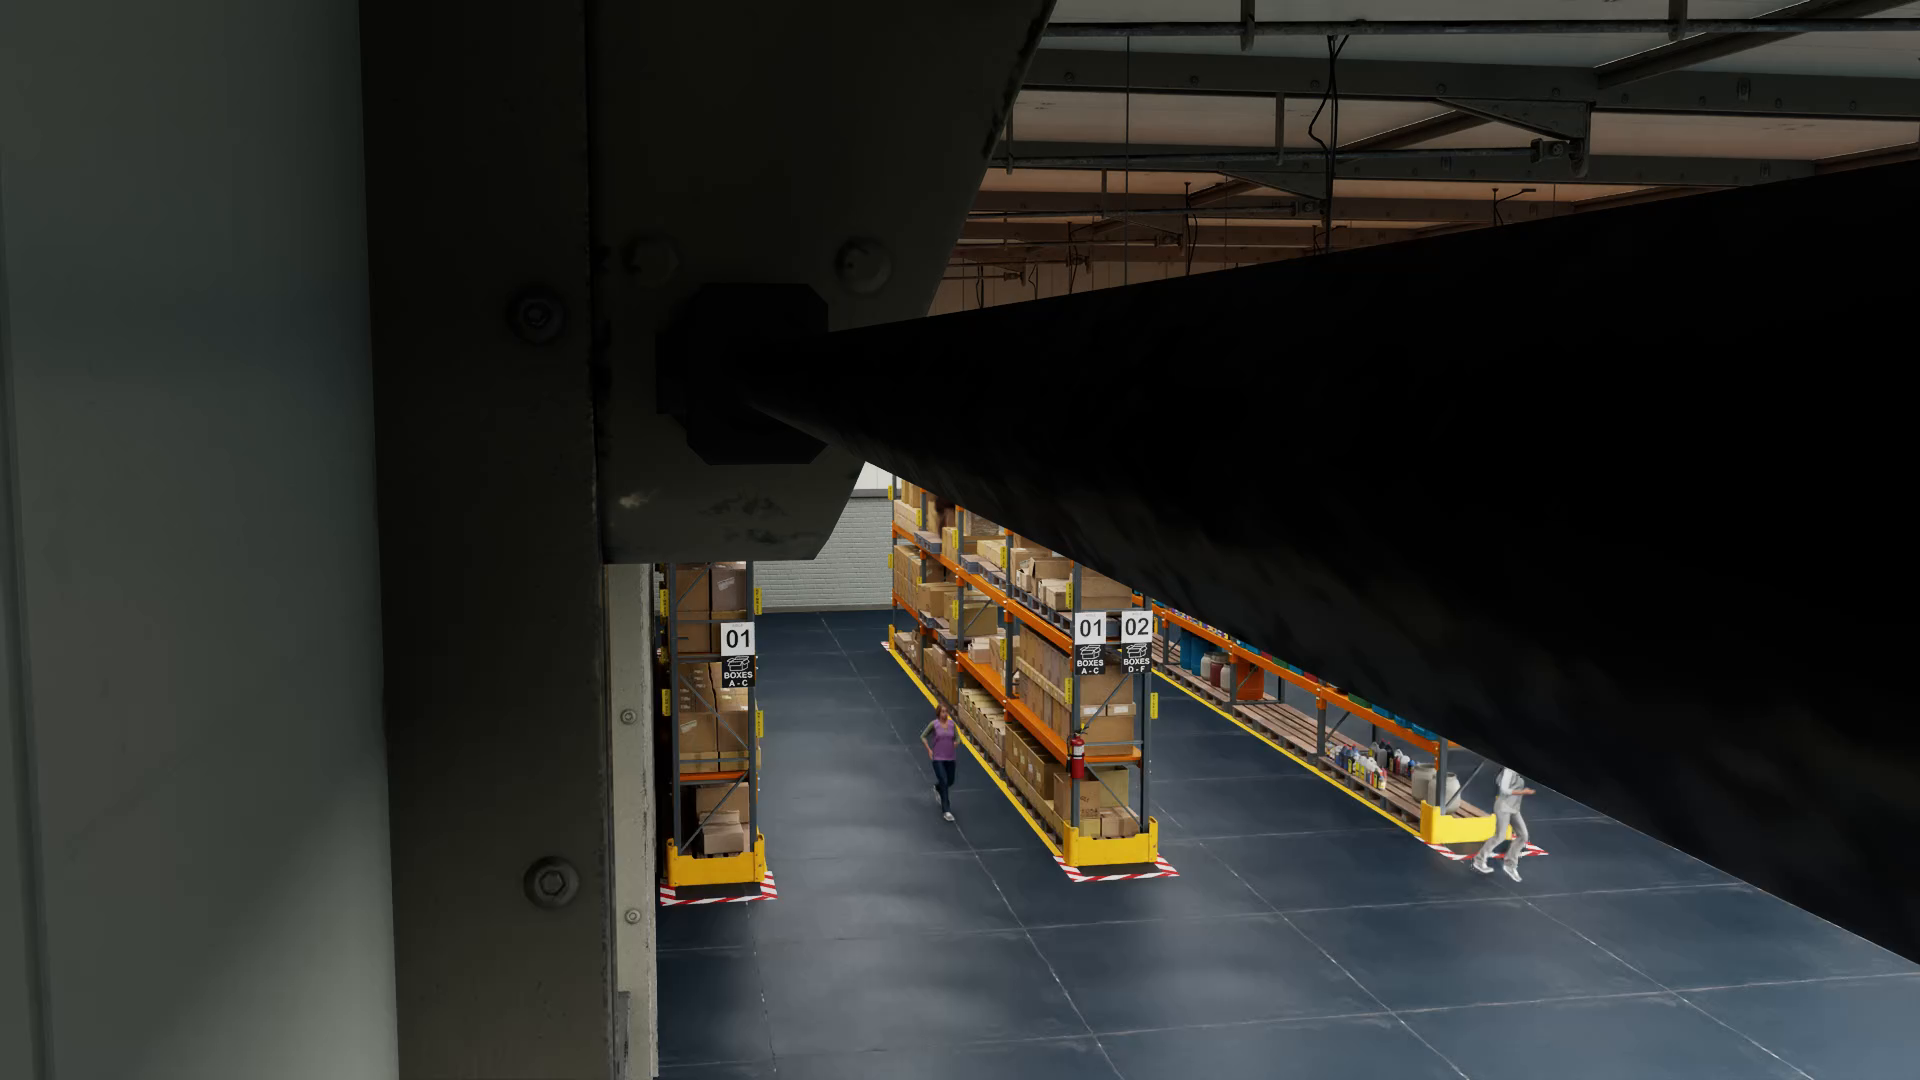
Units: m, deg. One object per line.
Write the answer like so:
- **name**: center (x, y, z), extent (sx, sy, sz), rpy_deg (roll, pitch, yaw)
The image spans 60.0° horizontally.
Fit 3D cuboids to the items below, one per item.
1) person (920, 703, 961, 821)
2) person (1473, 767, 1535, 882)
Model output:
- **person**: center (-0.248, 3.044, 23.106), extent (0.546, 1.572, 0.841), rpy_deg (-3, 7, -23)
- **person**: center (6.730, 3.348, 20.459), extent (0.661, 1.605, 0.560), rpy_deg (4, 8, 36)
